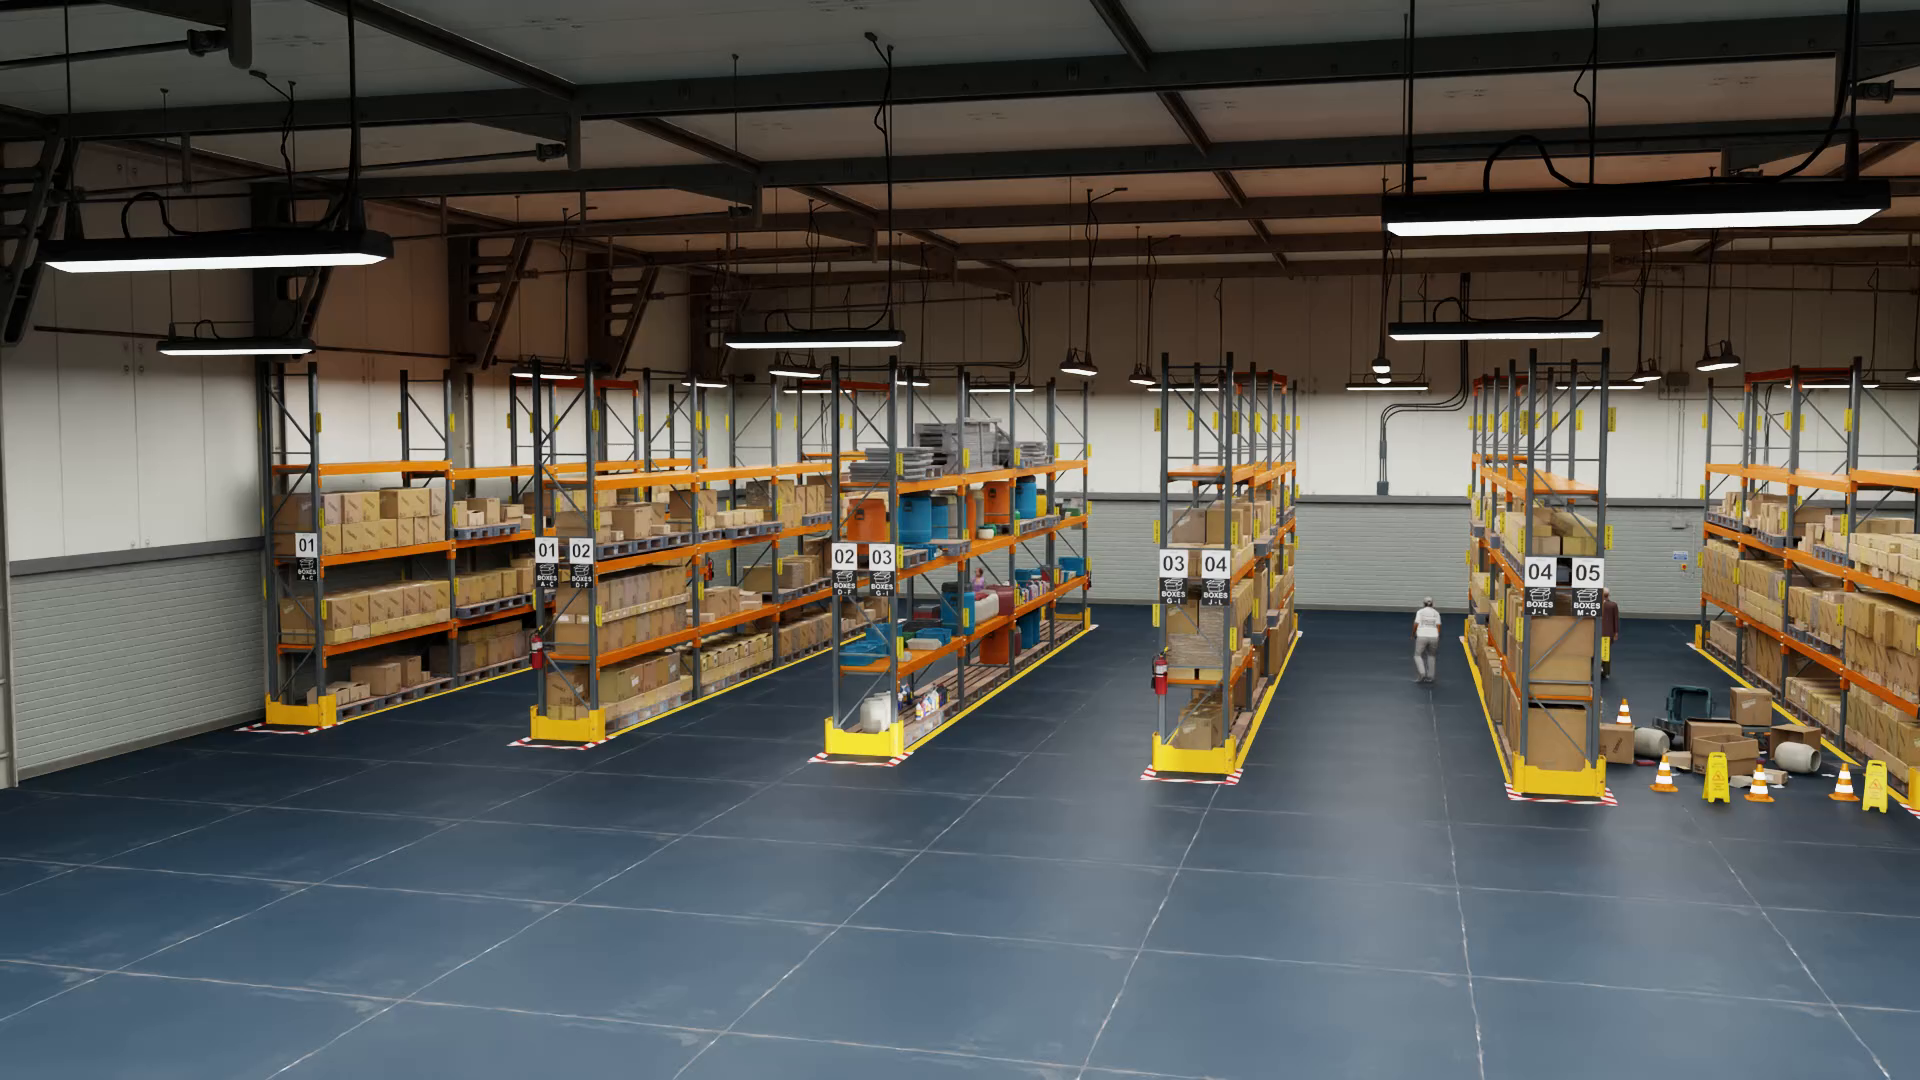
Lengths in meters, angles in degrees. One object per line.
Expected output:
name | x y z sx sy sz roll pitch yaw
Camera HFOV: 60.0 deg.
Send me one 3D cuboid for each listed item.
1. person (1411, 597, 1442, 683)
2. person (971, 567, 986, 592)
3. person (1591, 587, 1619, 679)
person | 9.050 1.934 32.186 0.541 1.647 0.622 0 4 -2
person | 0.449 1.416 39.696 0.432 1.539 0.972 1 4 15
person | 12.611 1.832 32.594 0.632 1.808 0.468 -1 4 -10
